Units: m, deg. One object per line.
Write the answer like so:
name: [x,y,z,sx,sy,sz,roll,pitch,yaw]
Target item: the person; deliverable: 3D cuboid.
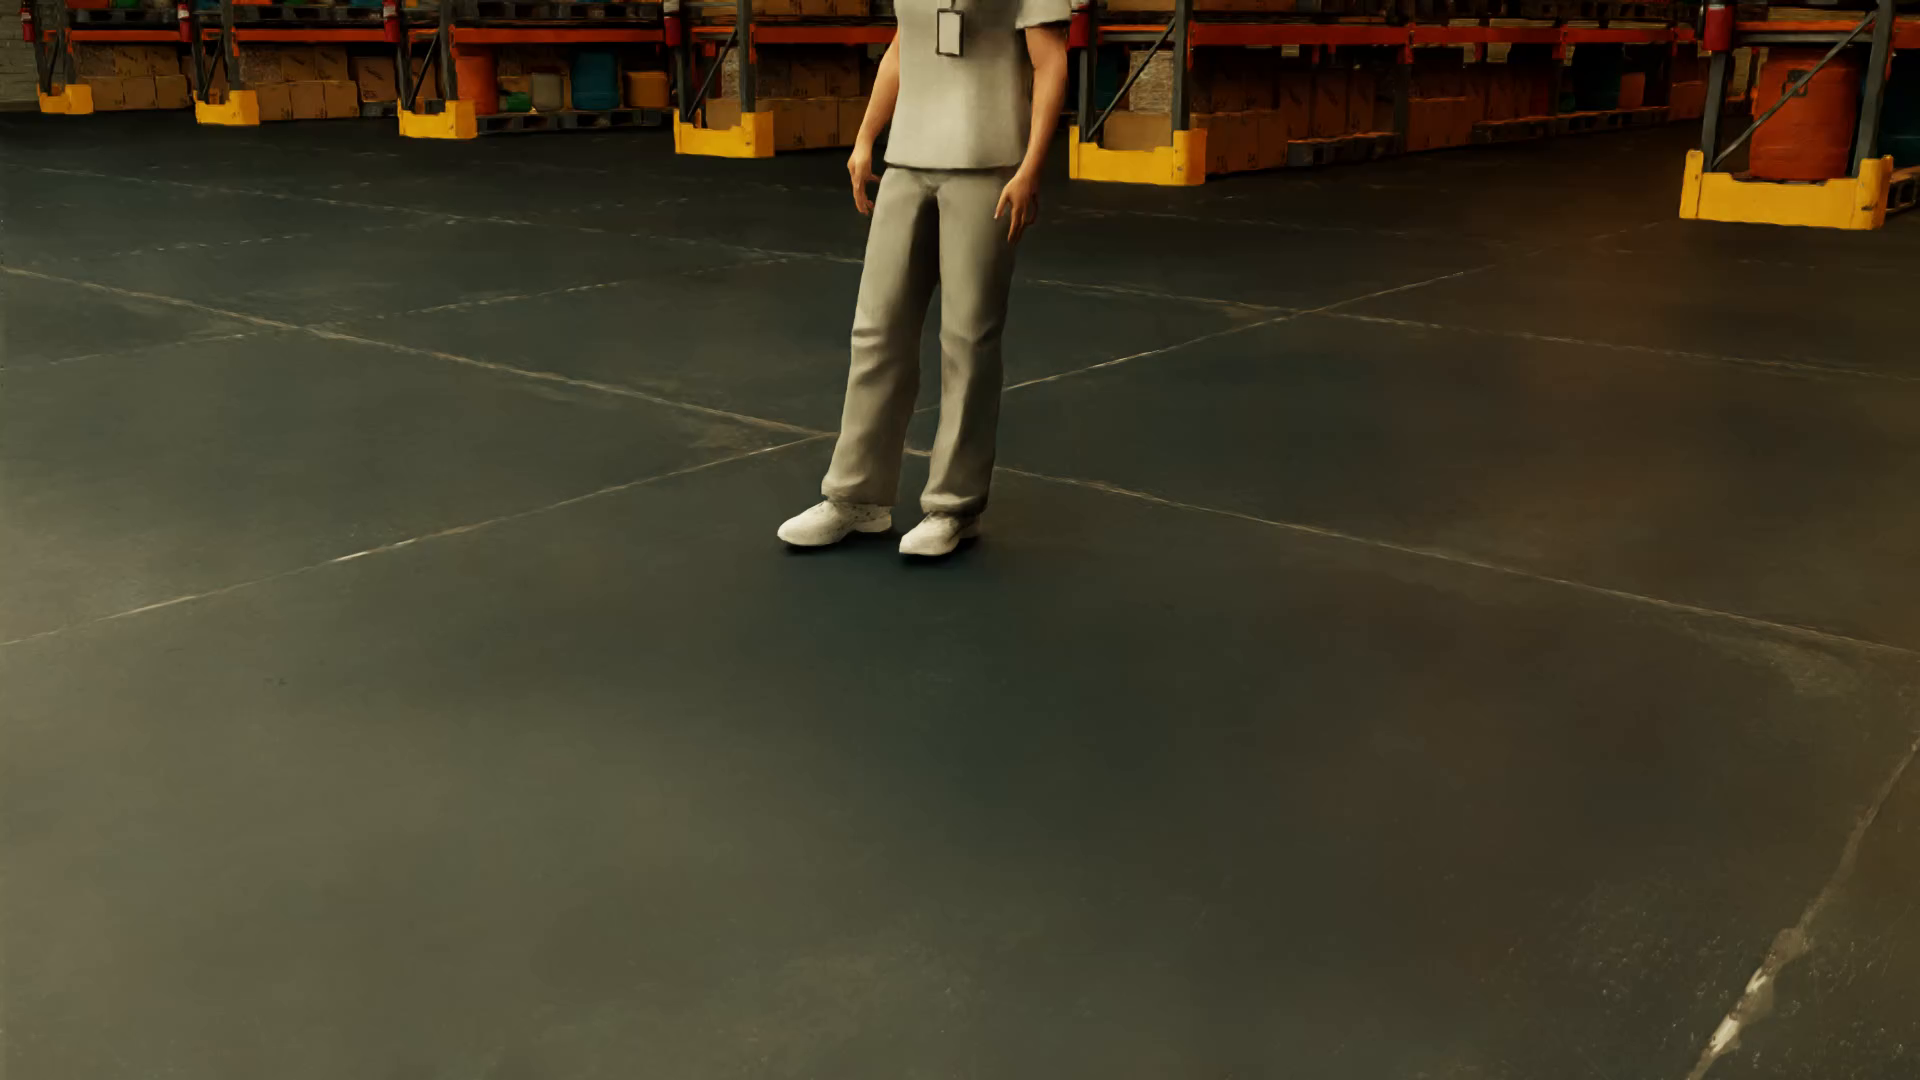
person: [-0.057,-0.794,3.650,0.550,1.674,0.548,13,21,37]
